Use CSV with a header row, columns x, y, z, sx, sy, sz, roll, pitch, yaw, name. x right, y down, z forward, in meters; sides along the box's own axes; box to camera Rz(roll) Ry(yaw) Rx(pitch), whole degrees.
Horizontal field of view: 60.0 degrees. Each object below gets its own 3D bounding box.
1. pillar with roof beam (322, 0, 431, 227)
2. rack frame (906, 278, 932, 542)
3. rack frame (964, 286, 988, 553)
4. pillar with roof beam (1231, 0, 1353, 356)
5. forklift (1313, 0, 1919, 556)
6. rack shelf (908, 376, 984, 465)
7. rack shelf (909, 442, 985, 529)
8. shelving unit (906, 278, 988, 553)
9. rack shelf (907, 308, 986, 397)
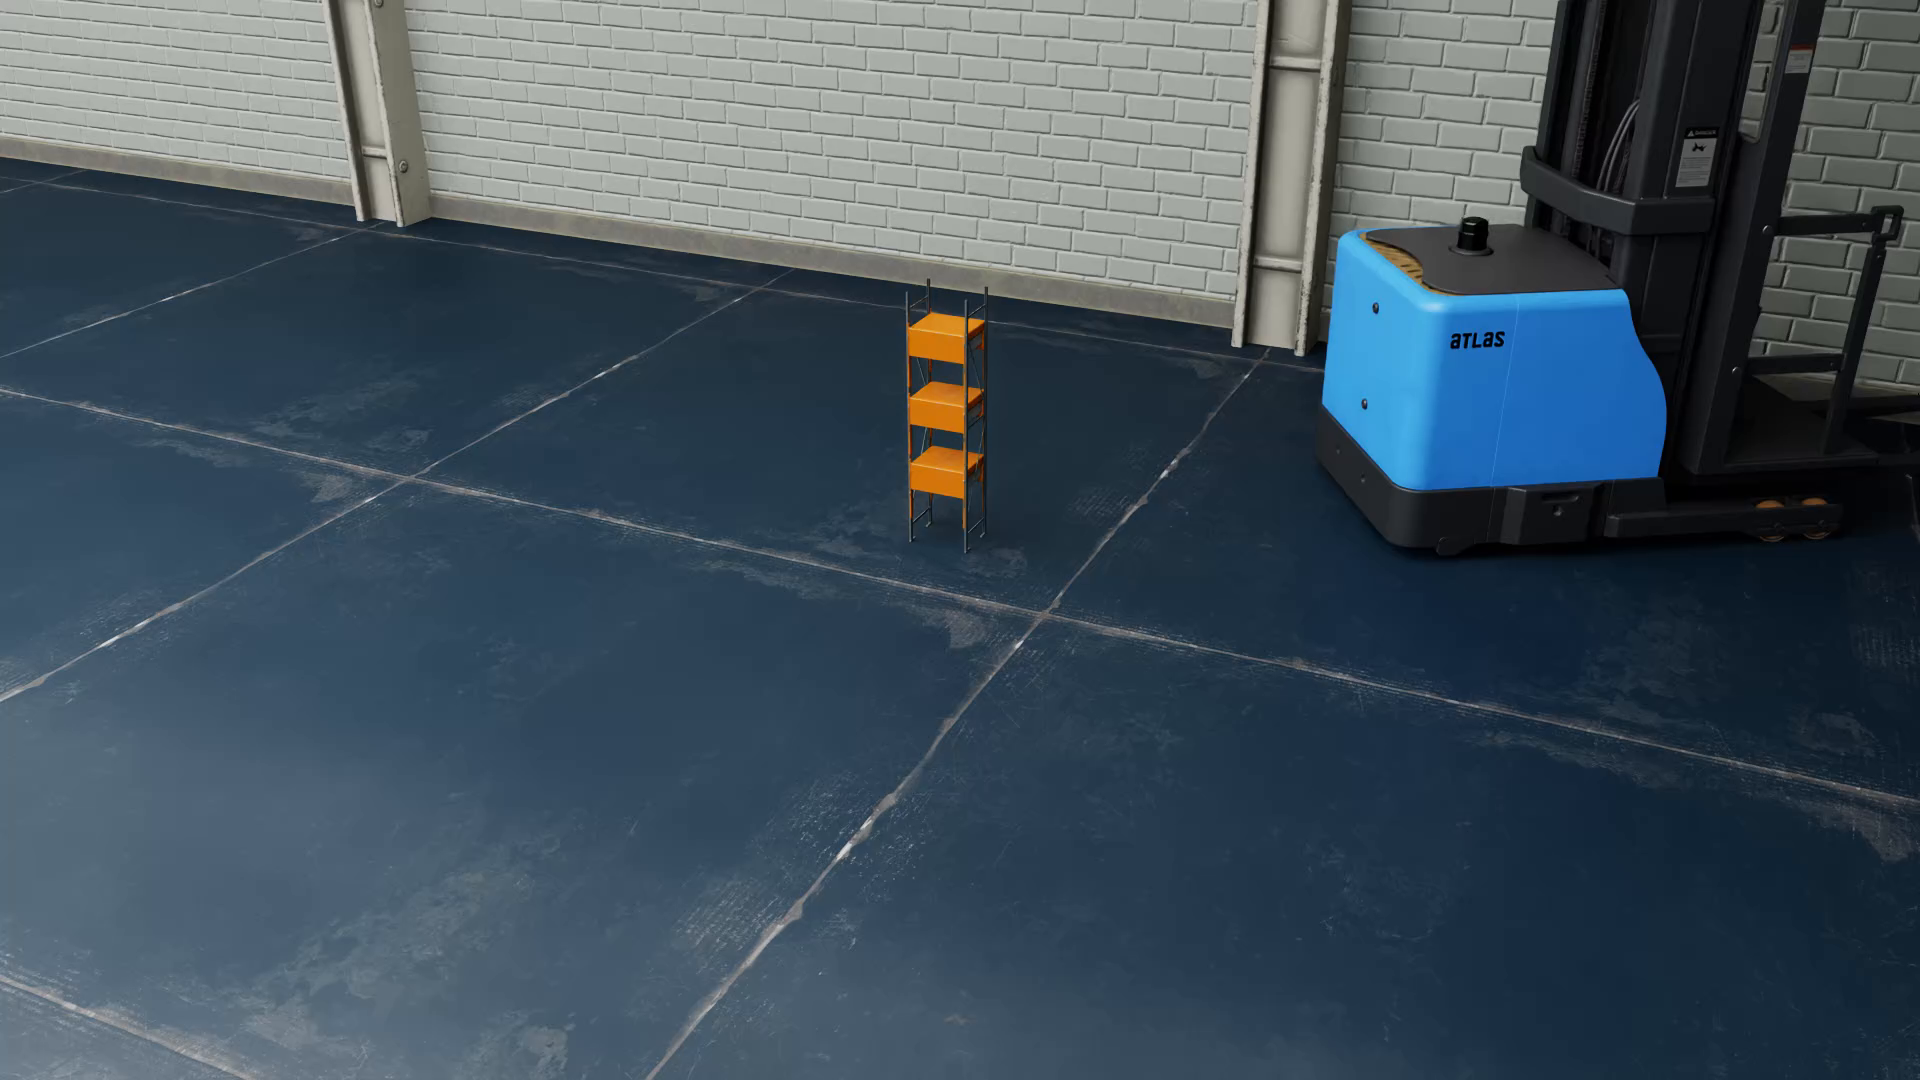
x,y,z,sx,sy,sz,roll,pitch,yaw,name
-5.557,-4.461,5.622,0.400,9.000,9.100,11,28,22,pillar with roof beam
-0.160,-0.503,6.583,0.008,1.050,0.200,11,28,22,rack frame
0.062,-0.458,6.493,0.008,1.050,0.200,11,28,22,rack frame
-0.095,-3.364,3.394,0.400,9.000,9.100,11,28,22,pillar with roof beam
3.125,-1.534,6.548,3.031,2.935,1.130,-4,26,-7,forklift
-0.049,-0.471,6.543,0.240,0.259,0.215,11,28,22,rack shelf
-0.049,-0.222,6.665,0.240,0.259,0.215,11,28,22,rack shelf
-0.049,-0.481,6.538,0.252,1.050,0.215,11,28,22,shelving unit
-0.049,-0.726,6.417,0.240,0.259,0.215,11,28,22,rack shelf
